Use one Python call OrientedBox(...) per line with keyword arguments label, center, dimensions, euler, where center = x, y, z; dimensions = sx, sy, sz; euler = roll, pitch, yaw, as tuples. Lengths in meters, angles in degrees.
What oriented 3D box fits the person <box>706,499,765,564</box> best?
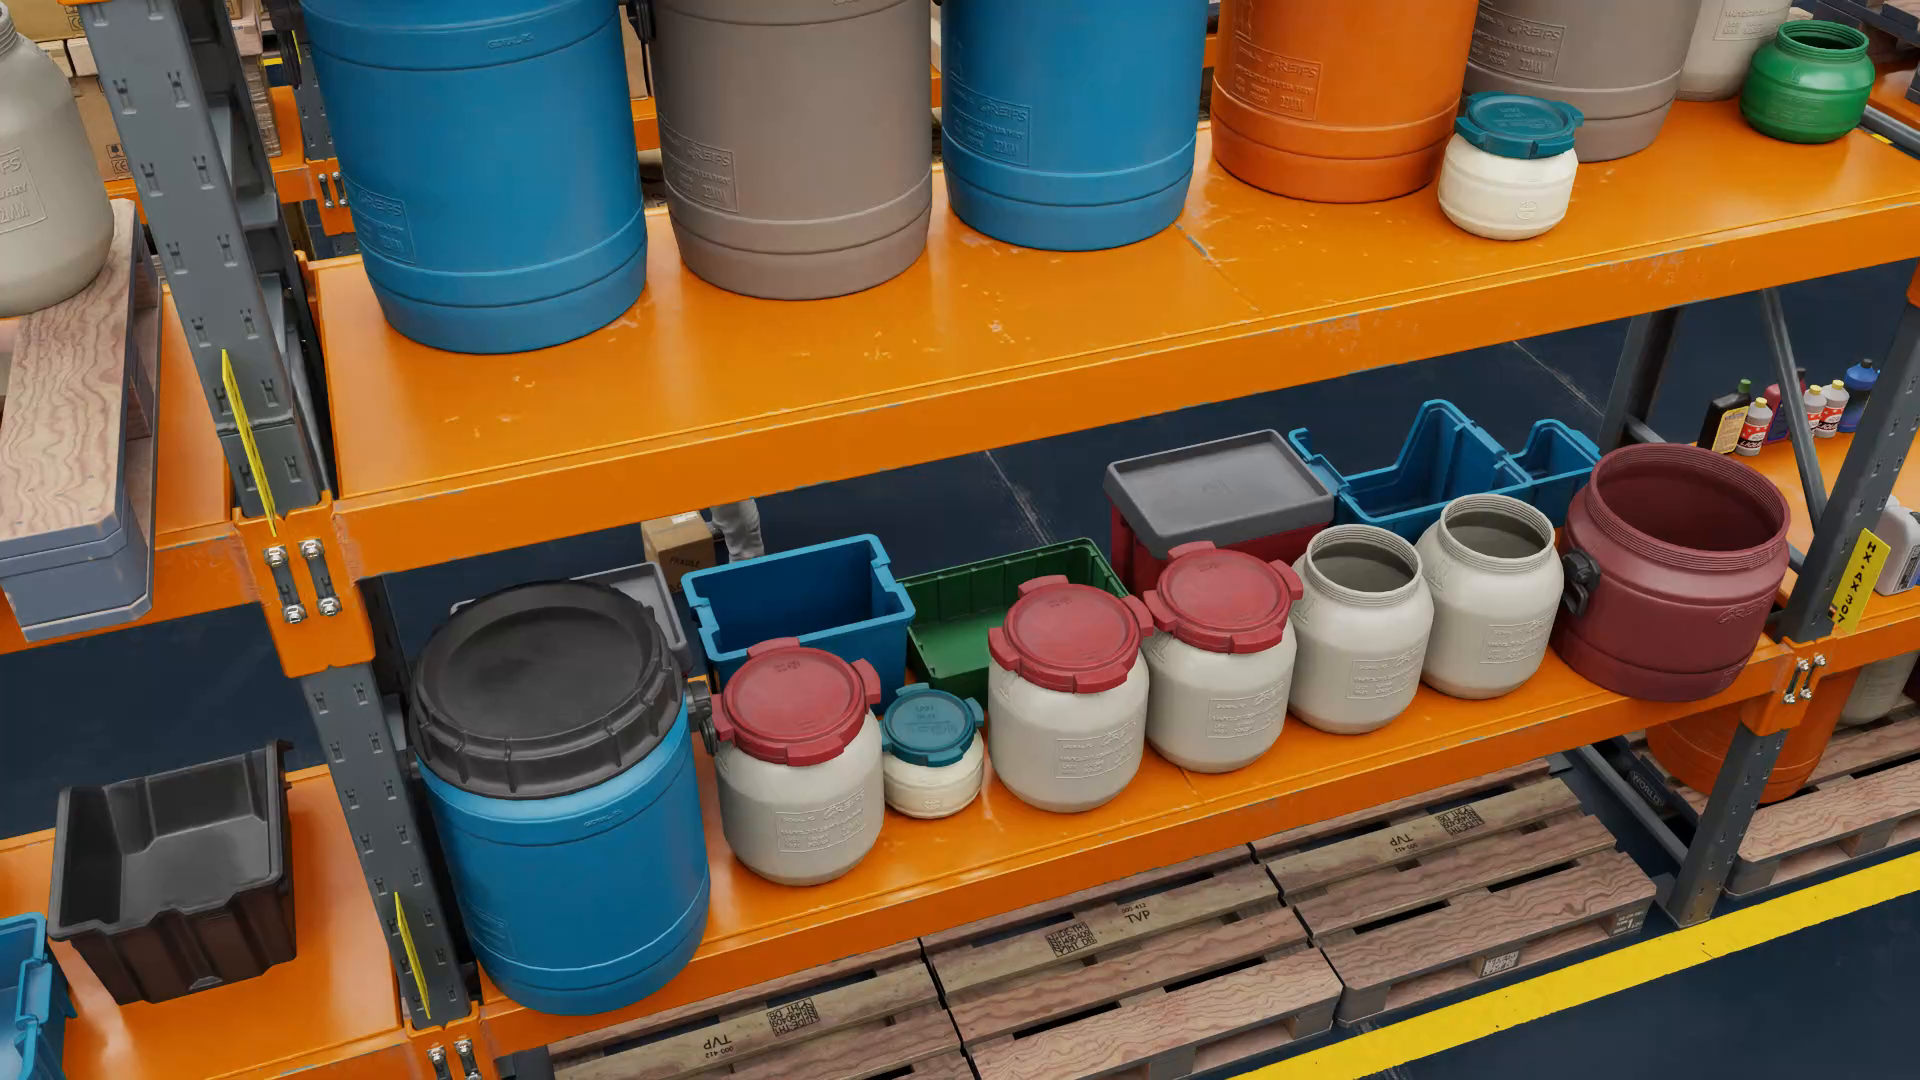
OrientedBox(label="person", center=(-1.019, -0.558, 6.862), dimensions=(0.472, 1.666, 0.552), euler=(-13, 40, -17))
